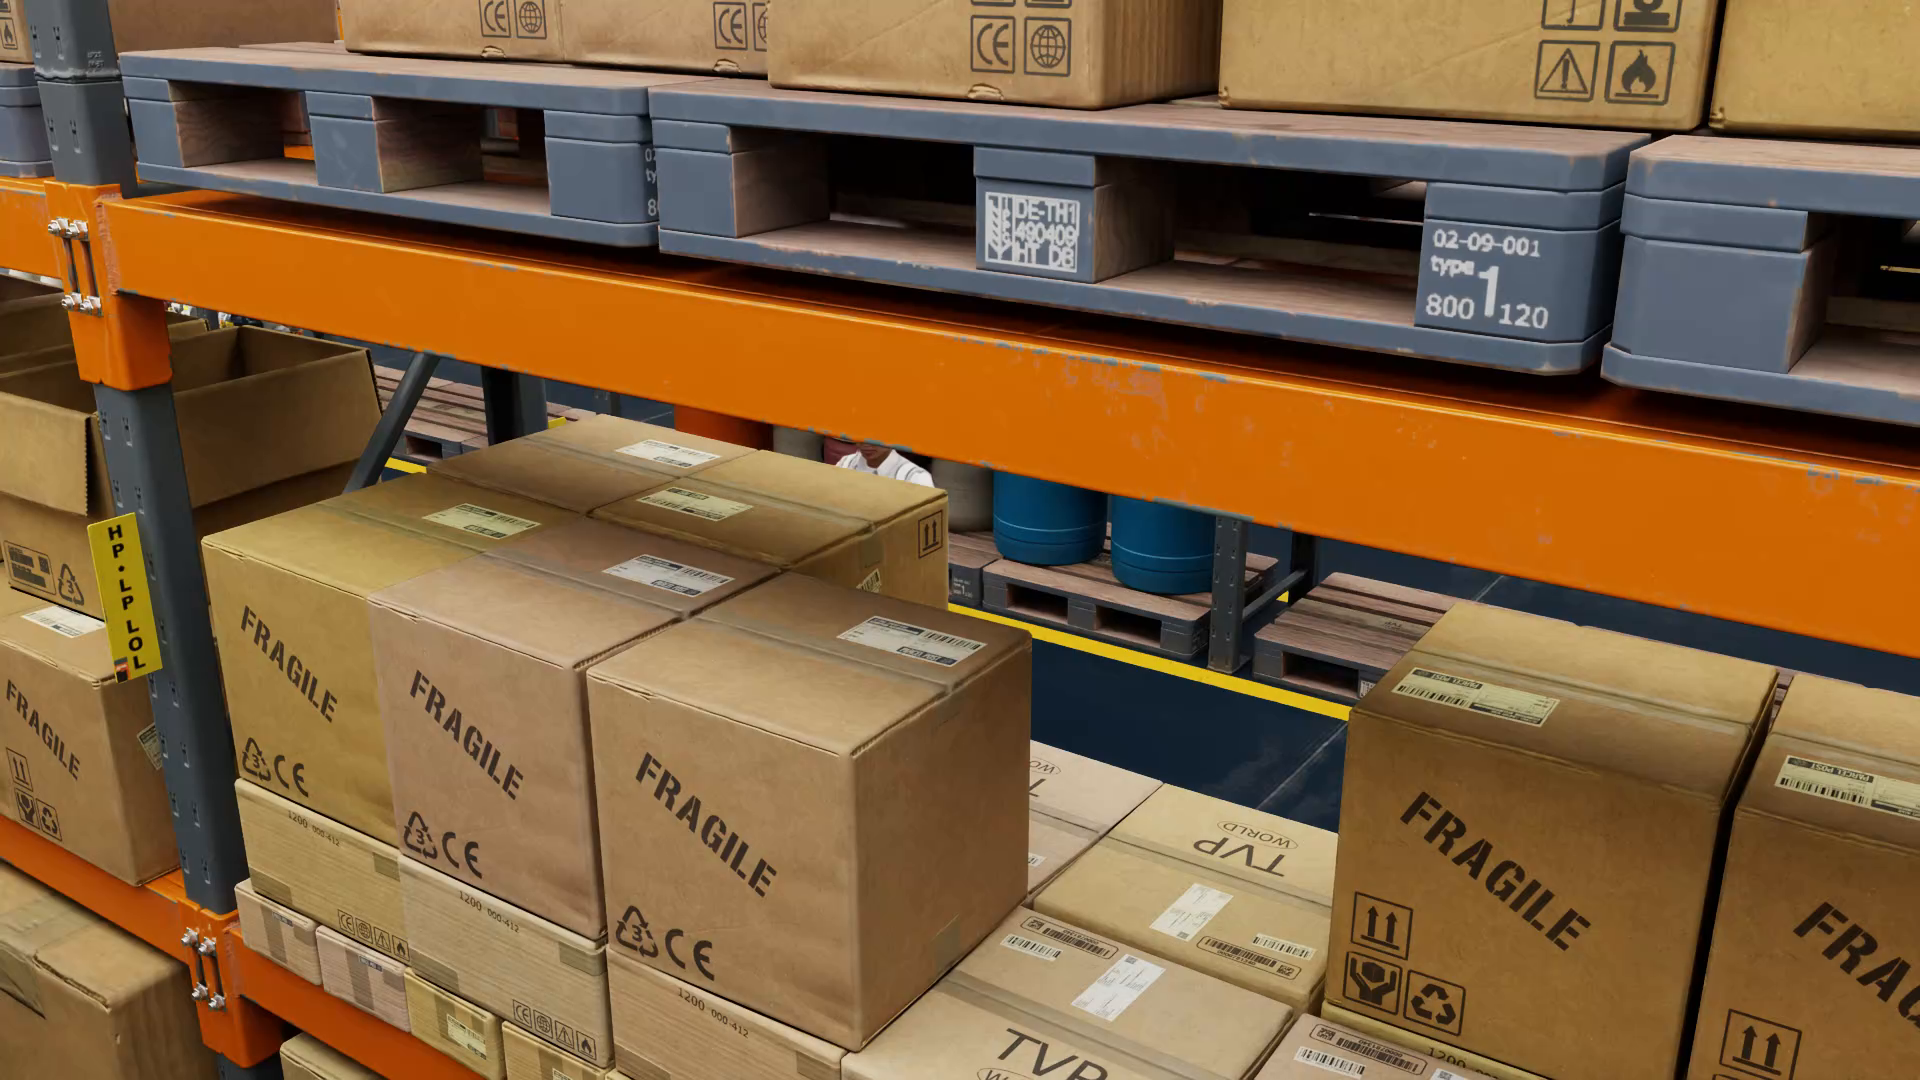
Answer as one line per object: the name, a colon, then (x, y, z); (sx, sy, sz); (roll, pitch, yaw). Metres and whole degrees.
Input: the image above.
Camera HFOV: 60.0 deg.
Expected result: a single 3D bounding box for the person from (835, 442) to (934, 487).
person: (-0.324, 0.259, 6.286); (0.490, 1.709, 0.384); (11, 23, 27)
